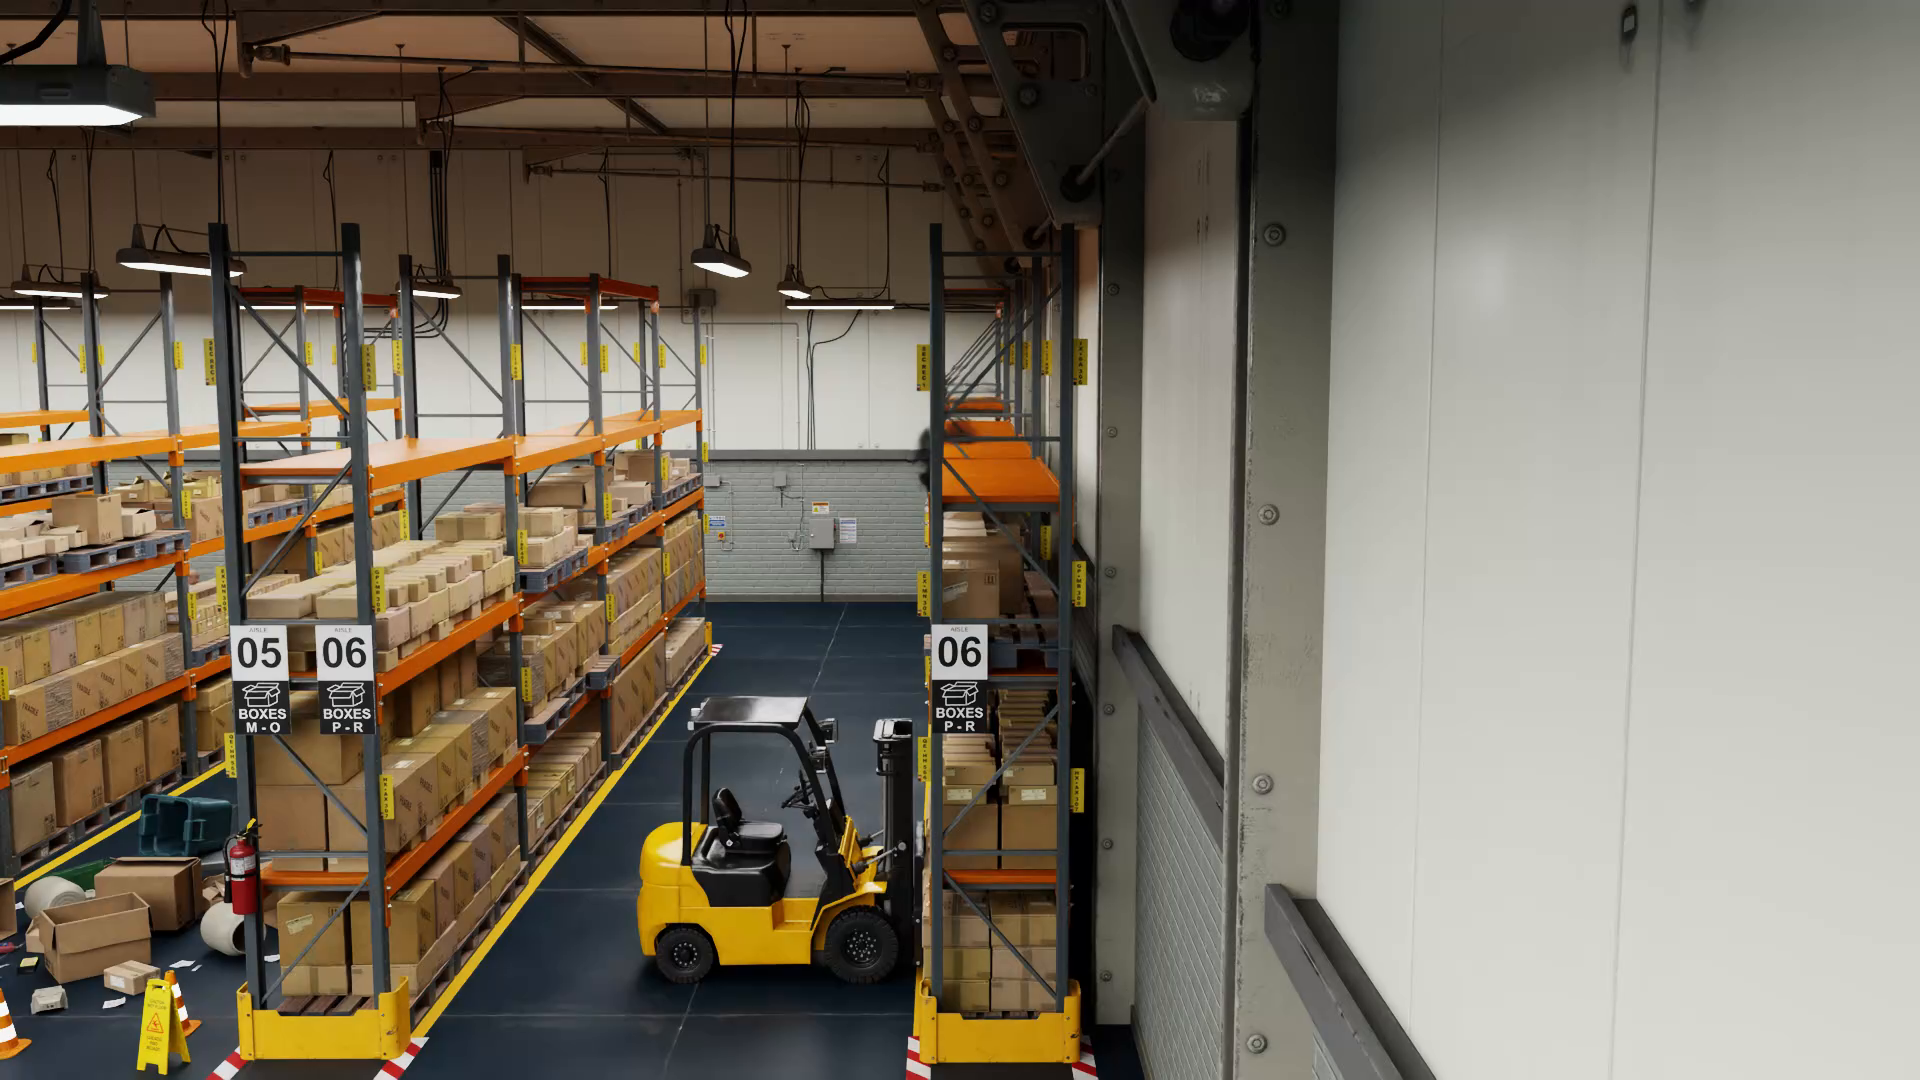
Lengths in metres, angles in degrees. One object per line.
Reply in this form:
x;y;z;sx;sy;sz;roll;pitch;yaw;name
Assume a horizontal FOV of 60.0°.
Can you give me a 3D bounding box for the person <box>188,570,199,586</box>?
-11.538;1.340;25.318;0.706;1.818;0.917;1;7;10;person
